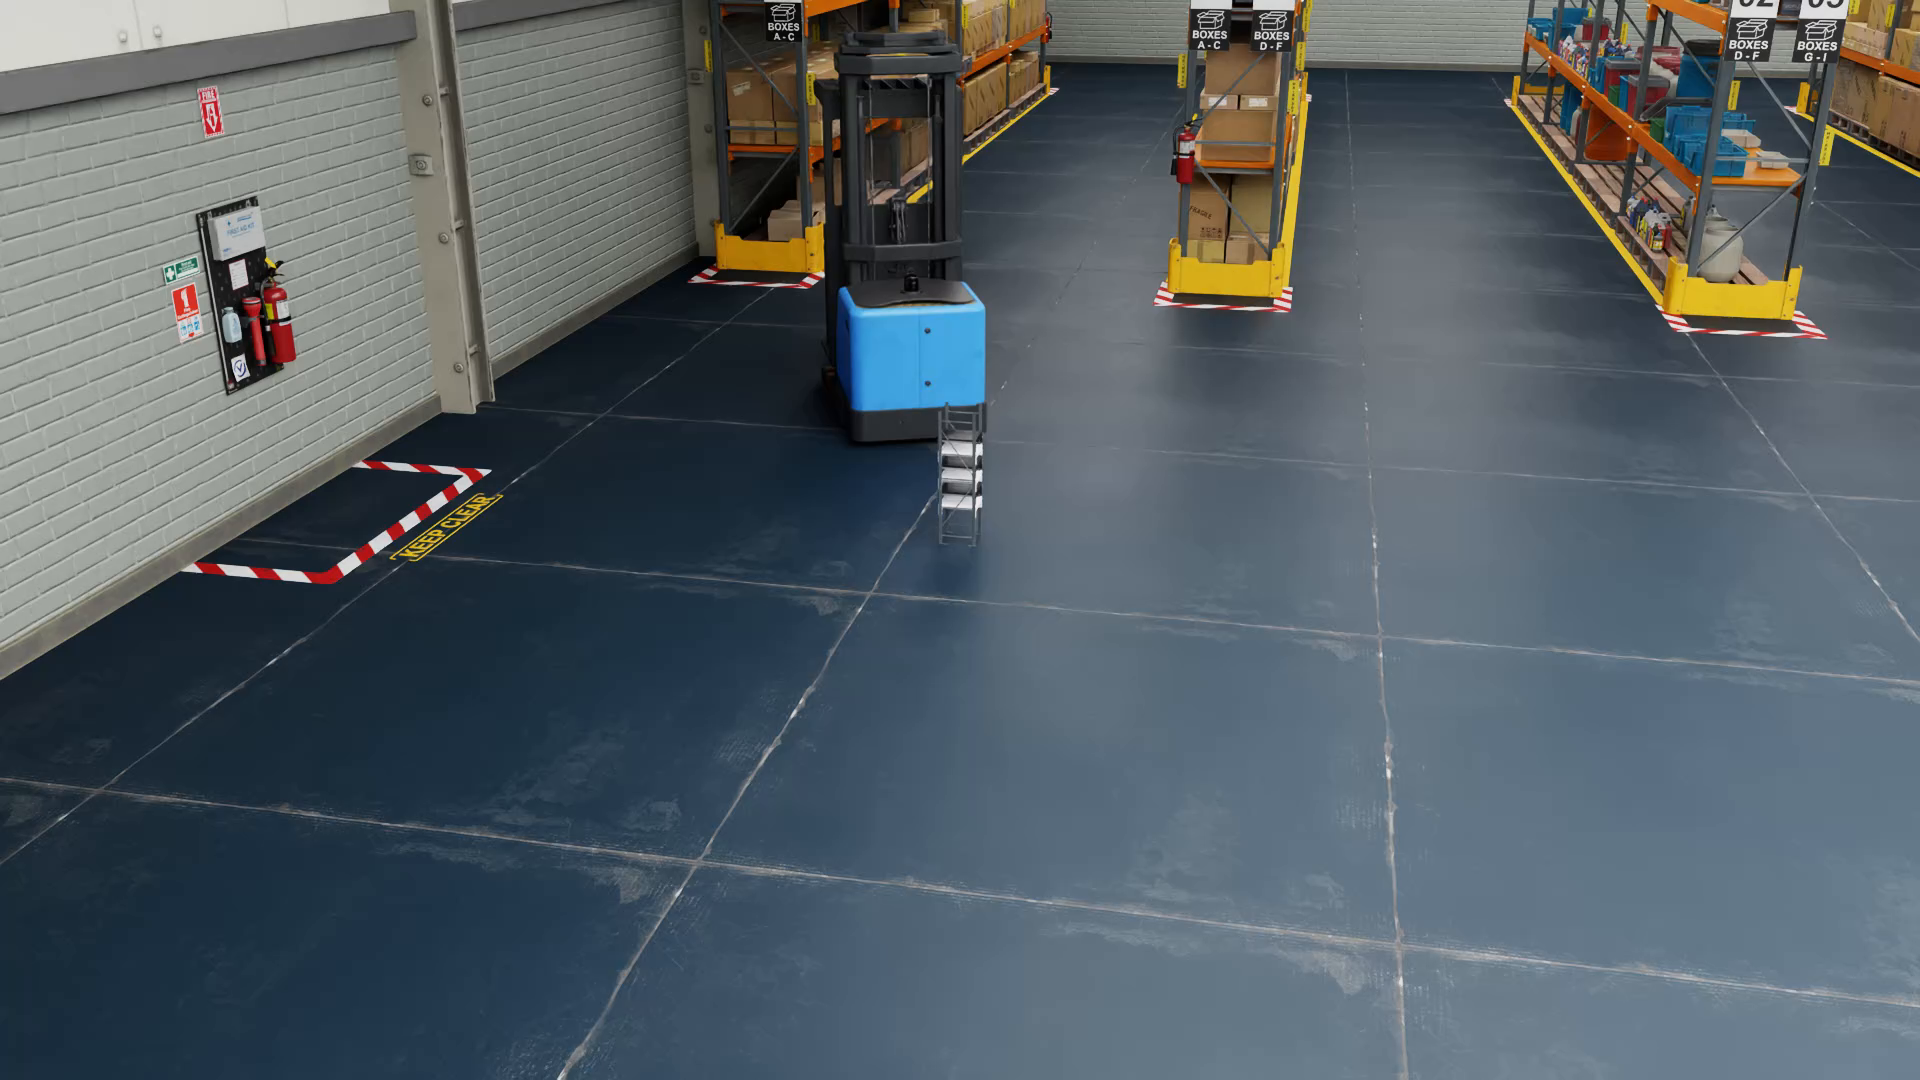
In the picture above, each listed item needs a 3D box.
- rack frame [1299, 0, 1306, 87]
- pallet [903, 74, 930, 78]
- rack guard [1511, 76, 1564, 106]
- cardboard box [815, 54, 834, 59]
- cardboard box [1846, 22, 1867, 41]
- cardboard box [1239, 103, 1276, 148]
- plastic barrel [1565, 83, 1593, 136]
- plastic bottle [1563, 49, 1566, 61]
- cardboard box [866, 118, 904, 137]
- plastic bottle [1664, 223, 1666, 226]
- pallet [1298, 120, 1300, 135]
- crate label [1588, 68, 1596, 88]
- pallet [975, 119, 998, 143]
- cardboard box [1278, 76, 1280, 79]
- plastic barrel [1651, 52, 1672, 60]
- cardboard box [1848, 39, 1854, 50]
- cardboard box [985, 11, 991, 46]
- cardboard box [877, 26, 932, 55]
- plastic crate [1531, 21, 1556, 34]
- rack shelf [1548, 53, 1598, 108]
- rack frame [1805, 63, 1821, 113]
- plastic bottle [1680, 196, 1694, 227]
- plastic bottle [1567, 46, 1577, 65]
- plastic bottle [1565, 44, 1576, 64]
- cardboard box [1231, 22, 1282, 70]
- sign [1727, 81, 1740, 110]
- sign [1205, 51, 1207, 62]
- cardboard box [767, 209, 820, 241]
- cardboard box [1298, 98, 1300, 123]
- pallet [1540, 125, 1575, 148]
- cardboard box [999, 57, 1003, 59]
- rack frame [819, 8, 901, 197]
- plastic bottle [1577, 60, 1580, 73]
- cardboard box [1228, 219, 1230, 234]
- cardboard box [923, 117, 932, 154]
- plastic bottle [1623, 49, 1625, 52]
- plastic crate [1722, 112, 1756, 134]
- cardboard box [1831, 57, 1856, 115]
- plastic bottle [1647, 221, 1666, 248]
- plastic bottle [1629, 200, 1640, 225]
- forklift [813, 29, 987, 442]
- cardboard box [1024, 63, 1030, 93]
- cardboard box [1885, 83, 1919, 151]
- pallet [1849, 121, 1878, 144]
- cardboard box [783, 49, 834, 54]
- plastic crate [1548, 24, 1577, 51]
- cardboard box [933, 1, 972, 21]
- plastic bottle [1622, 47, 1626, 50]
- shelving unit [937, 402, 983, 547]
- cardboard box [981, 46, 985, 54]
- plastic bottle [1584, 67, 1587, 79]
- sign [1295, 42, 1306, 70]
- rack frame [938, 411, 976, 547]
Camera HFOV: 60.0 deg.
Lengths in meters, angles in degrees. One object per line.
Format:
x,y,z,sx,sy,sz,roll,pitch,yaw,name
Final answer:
5.203,-8.372,27.627,1.000,3.000,0.127,4,22,11,rack frame
-0.981,-6.002,21.999,1.003,0.211,1.213,4,22,11,pallet
10.860,-8.307,30.810,1.175,0.500,0.348,4,22,11,rack guard
-1.389,-5.357,19.311,0.500,0.500,0.500,5,23,13,cardboard box
15.047,-8.427,27.565,0.500,0.250,0.500,4,22,10,cardboard box
2.964,-4.392,17.611,0.700,0.500,0.500,5,22,12,cardboard box
9.779,-6.758,25.866,0.600,0.901,0.708,4,22,11,plastic barrel
9.439,-7.551,25.854,0.097,0.201,0.097,0,22,0,plastic bottle
-1.059,-5.647,22.613,0.500,0.250,0.500,4,22,10,cardboard box
7.812,-3.424,18.498,0.097,0.201,0.097,0,22,0,plastic bottle
5.074,-6.779,27.402,1.003,0.211,1.213,4,22,11,pallet
8.782,-6.327,22.773,0.303,0.233,0.416,4,22,11,crate label
0.022,-6.720,27.256,1.003,0.211,1.213,4,22,11,pallet
3.360,-5.020,18.301,0.380,0.149,0.250,5,22,11,cardboard box
9.234,-6.190,22.058,0.421,0.512,0.421,0,22,0,plastic barrel
14.956,-8.199,27.532,0.380,0.149,0.250,5,22,12,cardboard box
0.203,-8.201,26.642,0.500,0.500,0.500,5,22,12,cardboard box
-0.782,-6.906,23.264,0.700,0.500,0.500,4,22,11,cardboard box
10.360,-9.101,29.579,0.416,0.233,0.300,4,22,11,plastic crate
9.643,-6.928,25.004,1.077,0.370,4.000,4,22,11,rack shelf
15.716,-9.079,29.381,1.000,3.000,0.127,4,22,11,rack frame
8.428,-3.797,19.222,0.144,0.351,0.185,4,22,11,plastic bottle
9.347,-7.372,25.310,0.152,0.276,0.135,4,22,11,plastic bottle
9.395,-7.457,25.520,0.152,0.276,0.135,4,22,11,plastic bottle
3.281,-5.564,18.784,0.700,0.500,0.500,4,22,11,cardboard box
8.955,-5.150,19.256,0.100,0.325,0.005,4,22,11,sign
3.037,-5.985,20.255,0.100,0.325,0.005,4,22,11,sign
-1.867,-3.563,18.696,0.500,0.311,0.500,2,22,5,cardboard box
5.069,-6.665,26.145,0.500,0.500,0.500,4,22,9,cardboard box
9.853,-6.421,26.514,1.003,0.211,1.213,4,22,11,pallet
0.644,-8.789,30.576,0.380,0.149,0.250,4,22,10,cardboard box
-1.280,-5.823,21.297,1.000,3.000,0.127,4,22,11,rack frame
9.108,-6.958,24.380,0.097,0.201,0.097,0,22,0,plastic bottle
2.765,-3.489,18.619,0.500,0.250,0.500,4,22,11,cardboard box
-0.778,-5.884,24.204,0.700,0.500,0.500,4,22,11,cardboard box
9.951,-7.224,24.948,0.097,0.271,0.097,0,22,0,plastic bottle
8.459,-4.573,18.393,0.499,0.251,0.616,4,22,11,plastic crate
15.478,-7.715,28.277,0.875,0.875,0.875,4,22,11,cardboard box
7.626,-3.341,18.190,0.152,0.276,0.135,5,22,11,plastic bottle
7.885,-3.805,19.343,0.152,0.276,0.135,5,23,13,plastic bottle
-0.566,-2.614,13.421,1.130,2.935,3.031,-4,22,-10,forklift
0.920,-8.616,31.016,0.700,0.500,0.500,4,22,9,cardboard box
14.607,-6.263,24.671,1.225,0.875,0.875,4,22,9,cardboard box
15.132,-6.595,26.945,1.003,0.211,1.213,4,22,11,pallet
-1.797,-5.584,19.873,0.500,0.500,0.500,5,22,12,cardboard box
9.813,-8.211,27.166,0.392,0.384,0.575,4,22,11,plastic crate
-0.113,-7.984,25.101,0.500,0.250,0.500,5,22,12,cardboard box
10.035,-7.315,25.168,0.152,0.276,0.135,4,22,11,plastic bottle
0.002,-0.420,10.693,0.258,0.900,0.210,4,22,11,shelving unit
0.193,-7.939,26.860,0.380,0.149,0.250,5,23,13,cardboard box
8.941,-6.660,23.640,0.097,0.201,0.097,0,22,0,plastic bottle
4.114,-5.843,20.082,0.100,0.325,0.005,4,22,11,sign
-0.019,-0.383,10.601,0.240,0.900,0.006,4,22,11,rack frame
